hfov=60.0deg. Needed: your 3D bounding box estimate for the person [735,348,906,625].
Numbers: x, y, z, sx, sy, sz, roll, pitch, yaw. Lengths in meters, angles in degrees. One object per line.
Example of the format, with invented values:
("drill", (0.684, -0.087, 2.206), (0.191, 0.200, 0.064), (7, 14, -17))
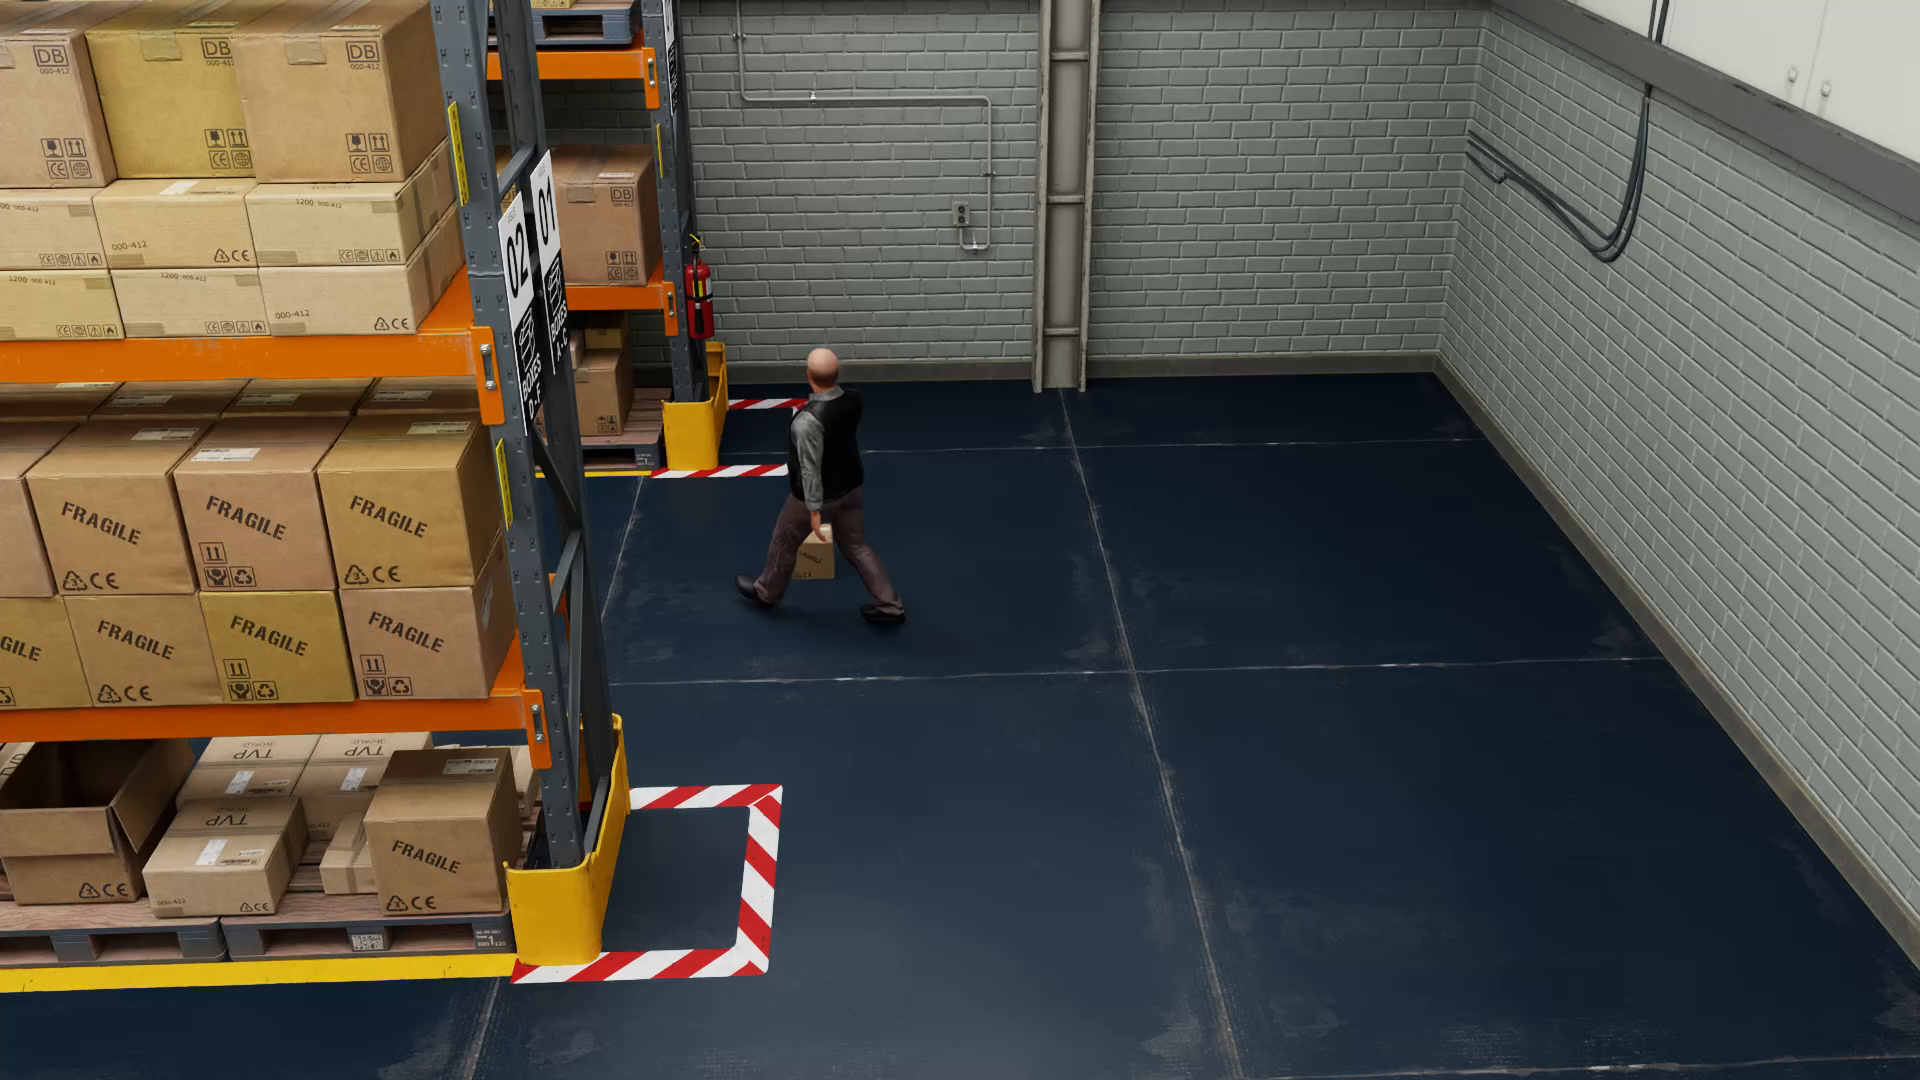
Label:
("person", (-0.808, -0.314, 9.289), (1.046, 1.663, 0.559), (20, 34, 34))
